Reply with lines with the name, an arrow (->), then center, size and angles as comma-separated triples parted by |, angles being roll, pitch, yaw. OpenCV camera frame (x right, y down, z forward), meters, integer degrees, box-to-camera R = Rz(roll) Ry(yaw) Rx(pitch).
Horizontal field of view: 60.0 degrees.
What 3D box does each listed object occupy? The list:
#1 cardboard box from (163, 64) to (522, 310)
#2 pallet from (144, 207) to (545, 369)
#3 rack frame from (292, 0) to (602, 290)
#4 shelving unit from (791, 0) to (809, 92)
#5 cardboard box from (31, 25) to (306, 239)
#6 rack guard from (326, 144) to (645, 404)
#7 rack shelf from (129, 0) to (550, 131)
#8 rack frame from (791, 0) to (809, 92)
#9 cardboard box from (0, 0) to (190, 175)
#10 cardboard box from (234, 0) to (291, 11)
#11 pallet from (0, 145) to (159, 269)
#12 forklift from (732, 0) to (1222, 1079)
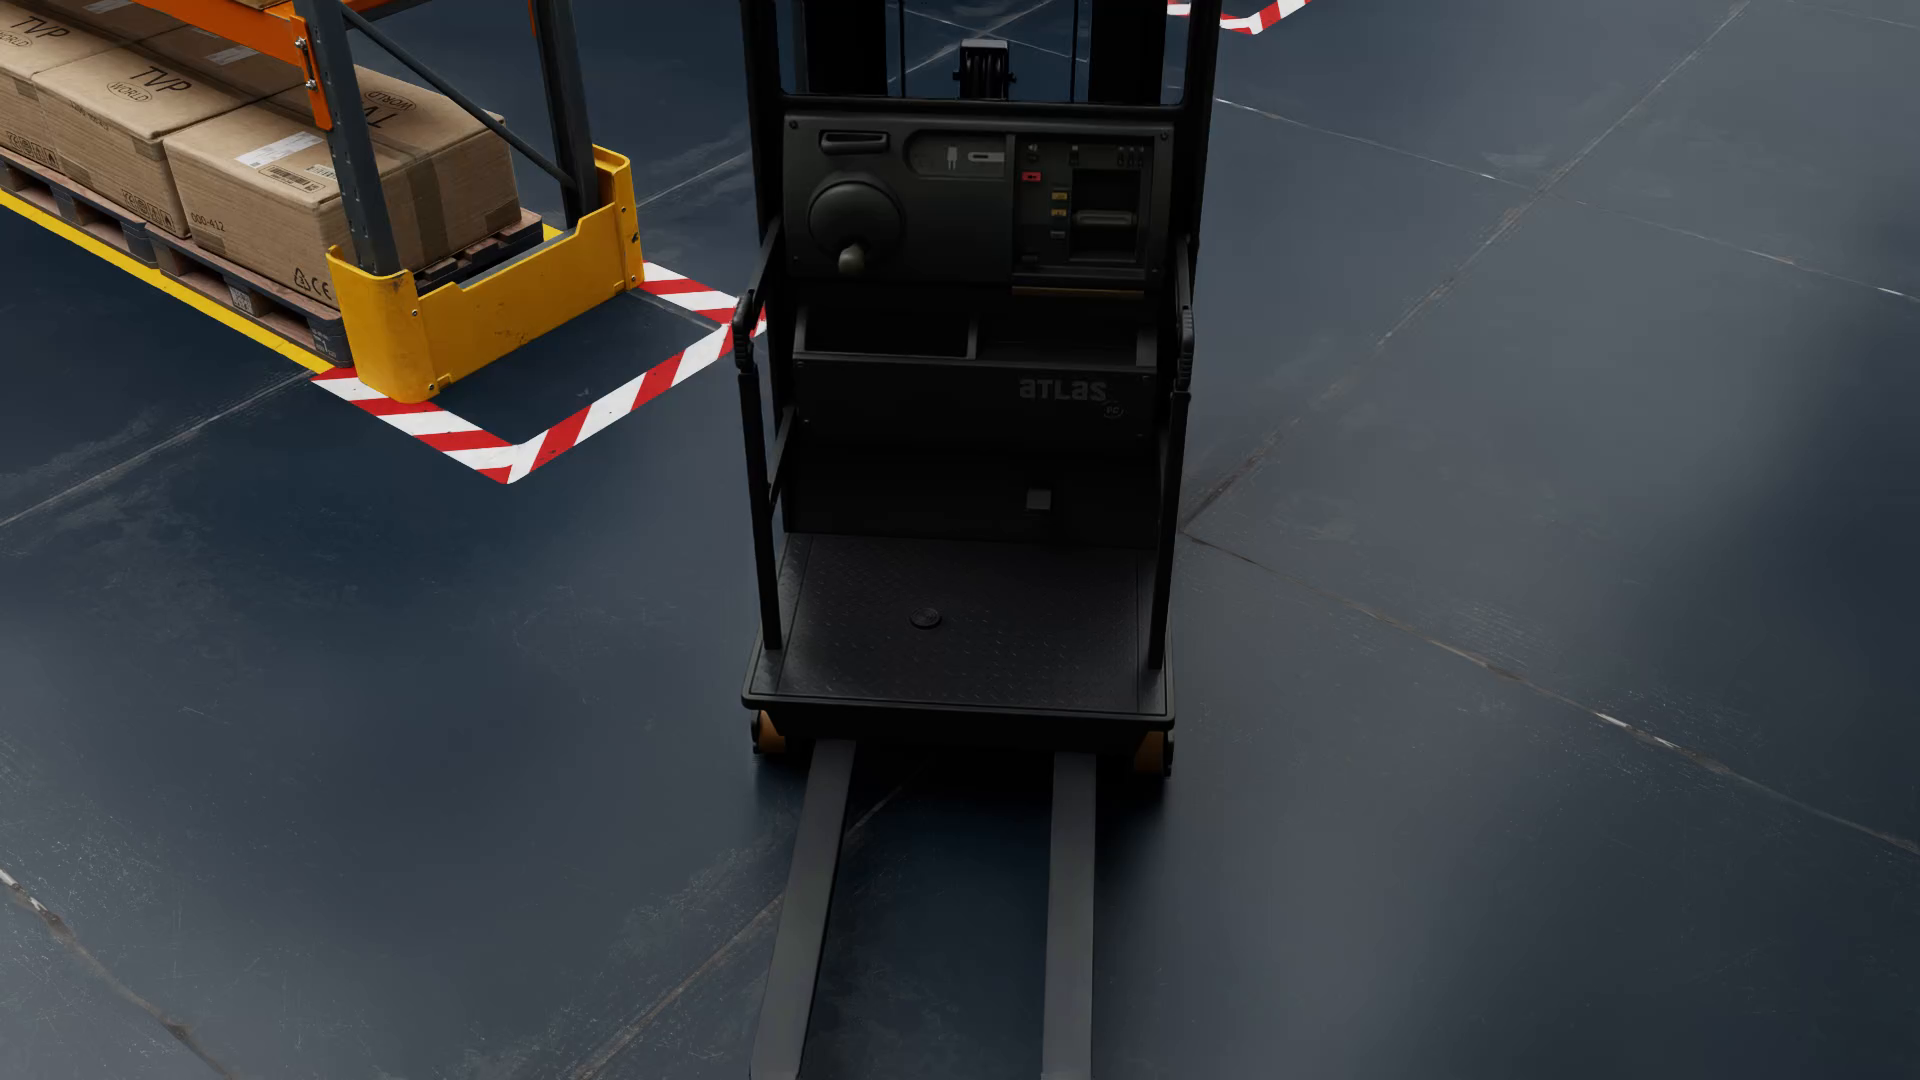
cardboard box -> -2.312, -1.357, 6.287 | 0.875, 0.438, 0.875 | 24, 44, 27
pallet -> -2.410, -1.165, 6.567 | 1.213, 0.211, 1.003 | 25, 45, 29
rack frame -> -1.728, -2.002, 5.374 | 0.127, 3.000, 1.000 | 25, 45, 29
shelving unit -> 0.012, -1.295, 5.687 | 1.048, 1.500, 0.538 | 1, 38, 2
cardboard box -> -3.045, -1.695, 6.720 | 0.875, 0.438, 0.875 | 27, 45, 30
rack guard -> -1.708, -1.009, 6.133 | 0.348, 0.500, 1.175 | 25, 45, 29
rack shelf -> -3.316, -2.468, 6.552 | 4.000, 0.370, 1.077 | 25, 45, 29
rack frame -> -0.496, -1.306, 5.702 | 0.032, 1.500, 0.500 | 1, 38, 2
cardboard box -> -3.760, -2.034, 7.152 | 0.875, 0.438, 0.875 | 24, 44, 27
cardboard box -> -2.271, -2.092, 5.408 | 0.500, 0.500, 0.500 | 26, 45, 29
pallet -> -3.375, -1.622, 7.151 | 1.213, 0.211, 1.003 | 25, 45, 29
forklift -> 0.026, -0.743, 3.821 | 1.130, 2.935, 3.031 | 3, 38, 3
